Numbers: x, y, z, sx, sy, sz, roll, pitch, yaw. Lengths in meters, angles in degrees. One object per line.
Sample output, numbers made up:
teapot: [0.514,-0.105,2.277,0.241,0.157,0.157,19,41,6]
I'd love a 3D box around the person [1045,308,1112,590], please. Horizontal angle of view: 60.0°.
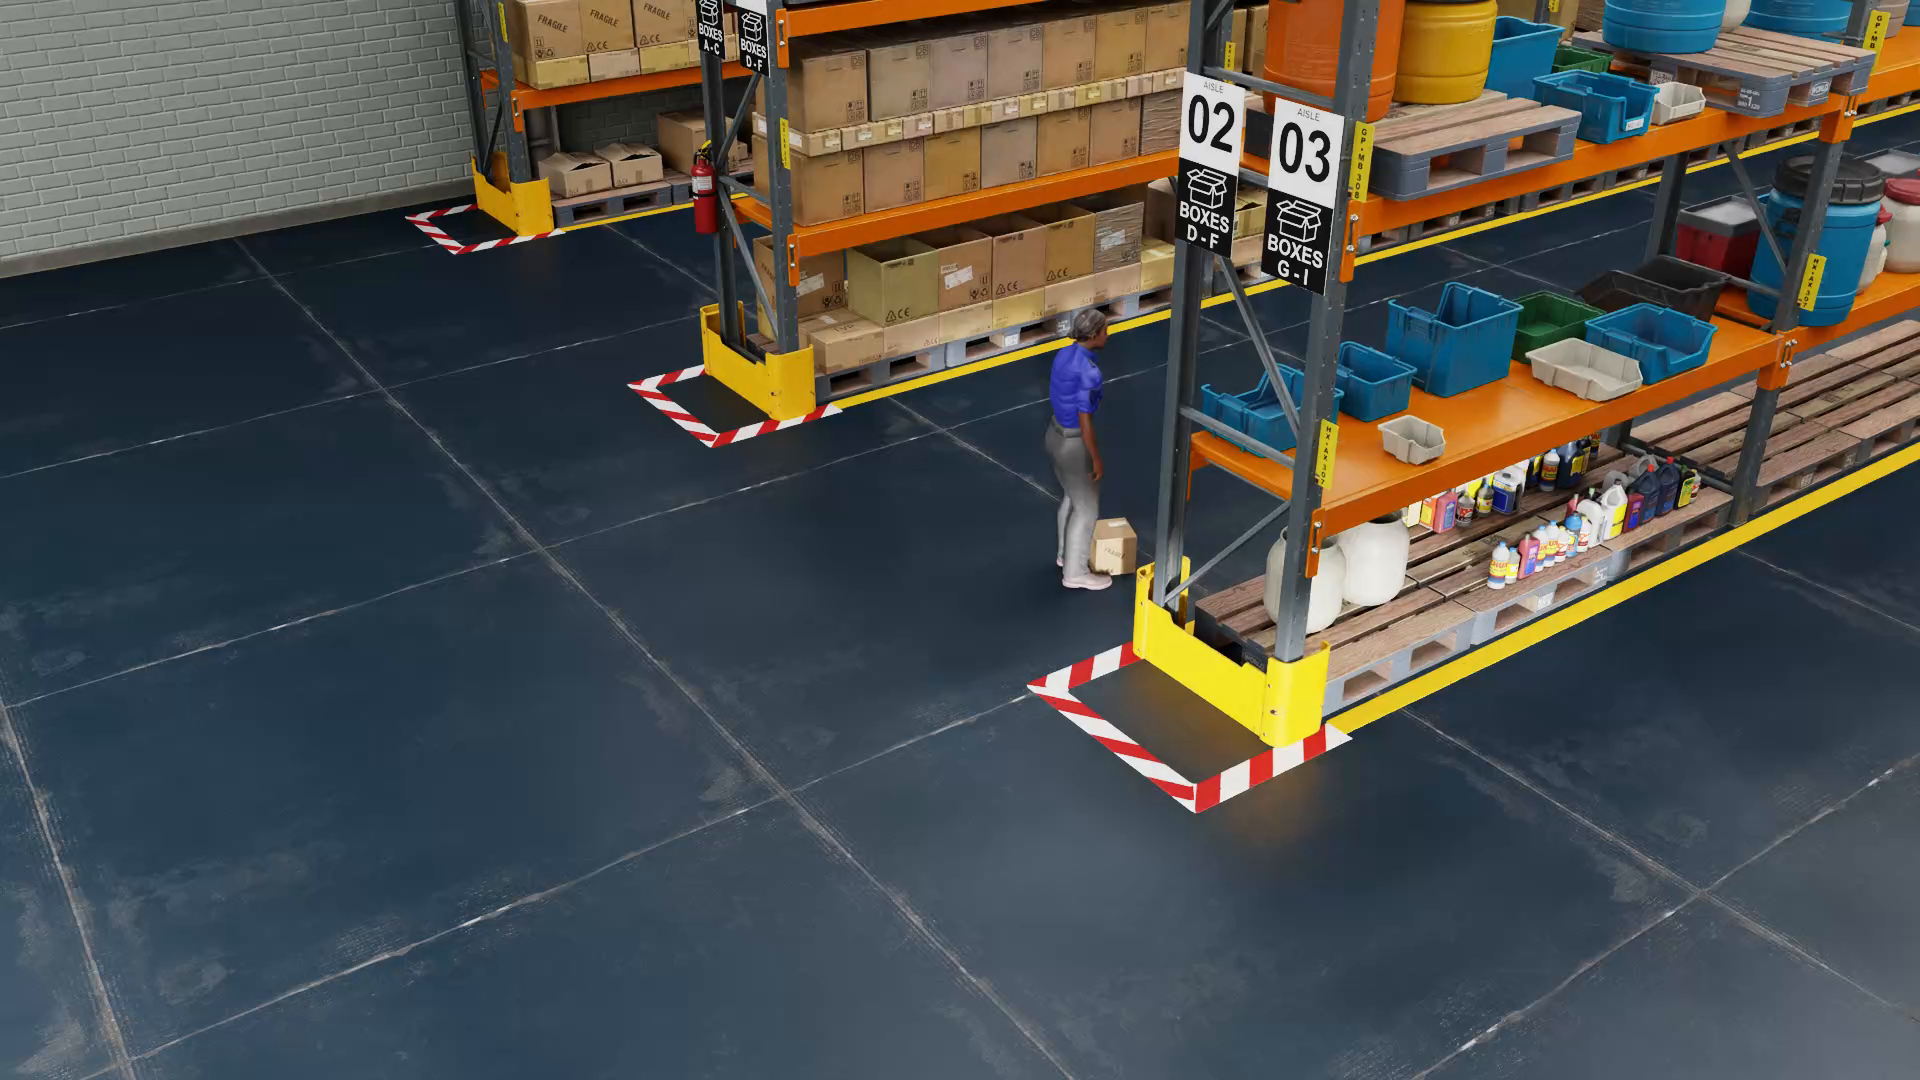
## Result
person: [0.705,-0.544,9.619,0.394,1.655,0.527,-9,30,-16]
